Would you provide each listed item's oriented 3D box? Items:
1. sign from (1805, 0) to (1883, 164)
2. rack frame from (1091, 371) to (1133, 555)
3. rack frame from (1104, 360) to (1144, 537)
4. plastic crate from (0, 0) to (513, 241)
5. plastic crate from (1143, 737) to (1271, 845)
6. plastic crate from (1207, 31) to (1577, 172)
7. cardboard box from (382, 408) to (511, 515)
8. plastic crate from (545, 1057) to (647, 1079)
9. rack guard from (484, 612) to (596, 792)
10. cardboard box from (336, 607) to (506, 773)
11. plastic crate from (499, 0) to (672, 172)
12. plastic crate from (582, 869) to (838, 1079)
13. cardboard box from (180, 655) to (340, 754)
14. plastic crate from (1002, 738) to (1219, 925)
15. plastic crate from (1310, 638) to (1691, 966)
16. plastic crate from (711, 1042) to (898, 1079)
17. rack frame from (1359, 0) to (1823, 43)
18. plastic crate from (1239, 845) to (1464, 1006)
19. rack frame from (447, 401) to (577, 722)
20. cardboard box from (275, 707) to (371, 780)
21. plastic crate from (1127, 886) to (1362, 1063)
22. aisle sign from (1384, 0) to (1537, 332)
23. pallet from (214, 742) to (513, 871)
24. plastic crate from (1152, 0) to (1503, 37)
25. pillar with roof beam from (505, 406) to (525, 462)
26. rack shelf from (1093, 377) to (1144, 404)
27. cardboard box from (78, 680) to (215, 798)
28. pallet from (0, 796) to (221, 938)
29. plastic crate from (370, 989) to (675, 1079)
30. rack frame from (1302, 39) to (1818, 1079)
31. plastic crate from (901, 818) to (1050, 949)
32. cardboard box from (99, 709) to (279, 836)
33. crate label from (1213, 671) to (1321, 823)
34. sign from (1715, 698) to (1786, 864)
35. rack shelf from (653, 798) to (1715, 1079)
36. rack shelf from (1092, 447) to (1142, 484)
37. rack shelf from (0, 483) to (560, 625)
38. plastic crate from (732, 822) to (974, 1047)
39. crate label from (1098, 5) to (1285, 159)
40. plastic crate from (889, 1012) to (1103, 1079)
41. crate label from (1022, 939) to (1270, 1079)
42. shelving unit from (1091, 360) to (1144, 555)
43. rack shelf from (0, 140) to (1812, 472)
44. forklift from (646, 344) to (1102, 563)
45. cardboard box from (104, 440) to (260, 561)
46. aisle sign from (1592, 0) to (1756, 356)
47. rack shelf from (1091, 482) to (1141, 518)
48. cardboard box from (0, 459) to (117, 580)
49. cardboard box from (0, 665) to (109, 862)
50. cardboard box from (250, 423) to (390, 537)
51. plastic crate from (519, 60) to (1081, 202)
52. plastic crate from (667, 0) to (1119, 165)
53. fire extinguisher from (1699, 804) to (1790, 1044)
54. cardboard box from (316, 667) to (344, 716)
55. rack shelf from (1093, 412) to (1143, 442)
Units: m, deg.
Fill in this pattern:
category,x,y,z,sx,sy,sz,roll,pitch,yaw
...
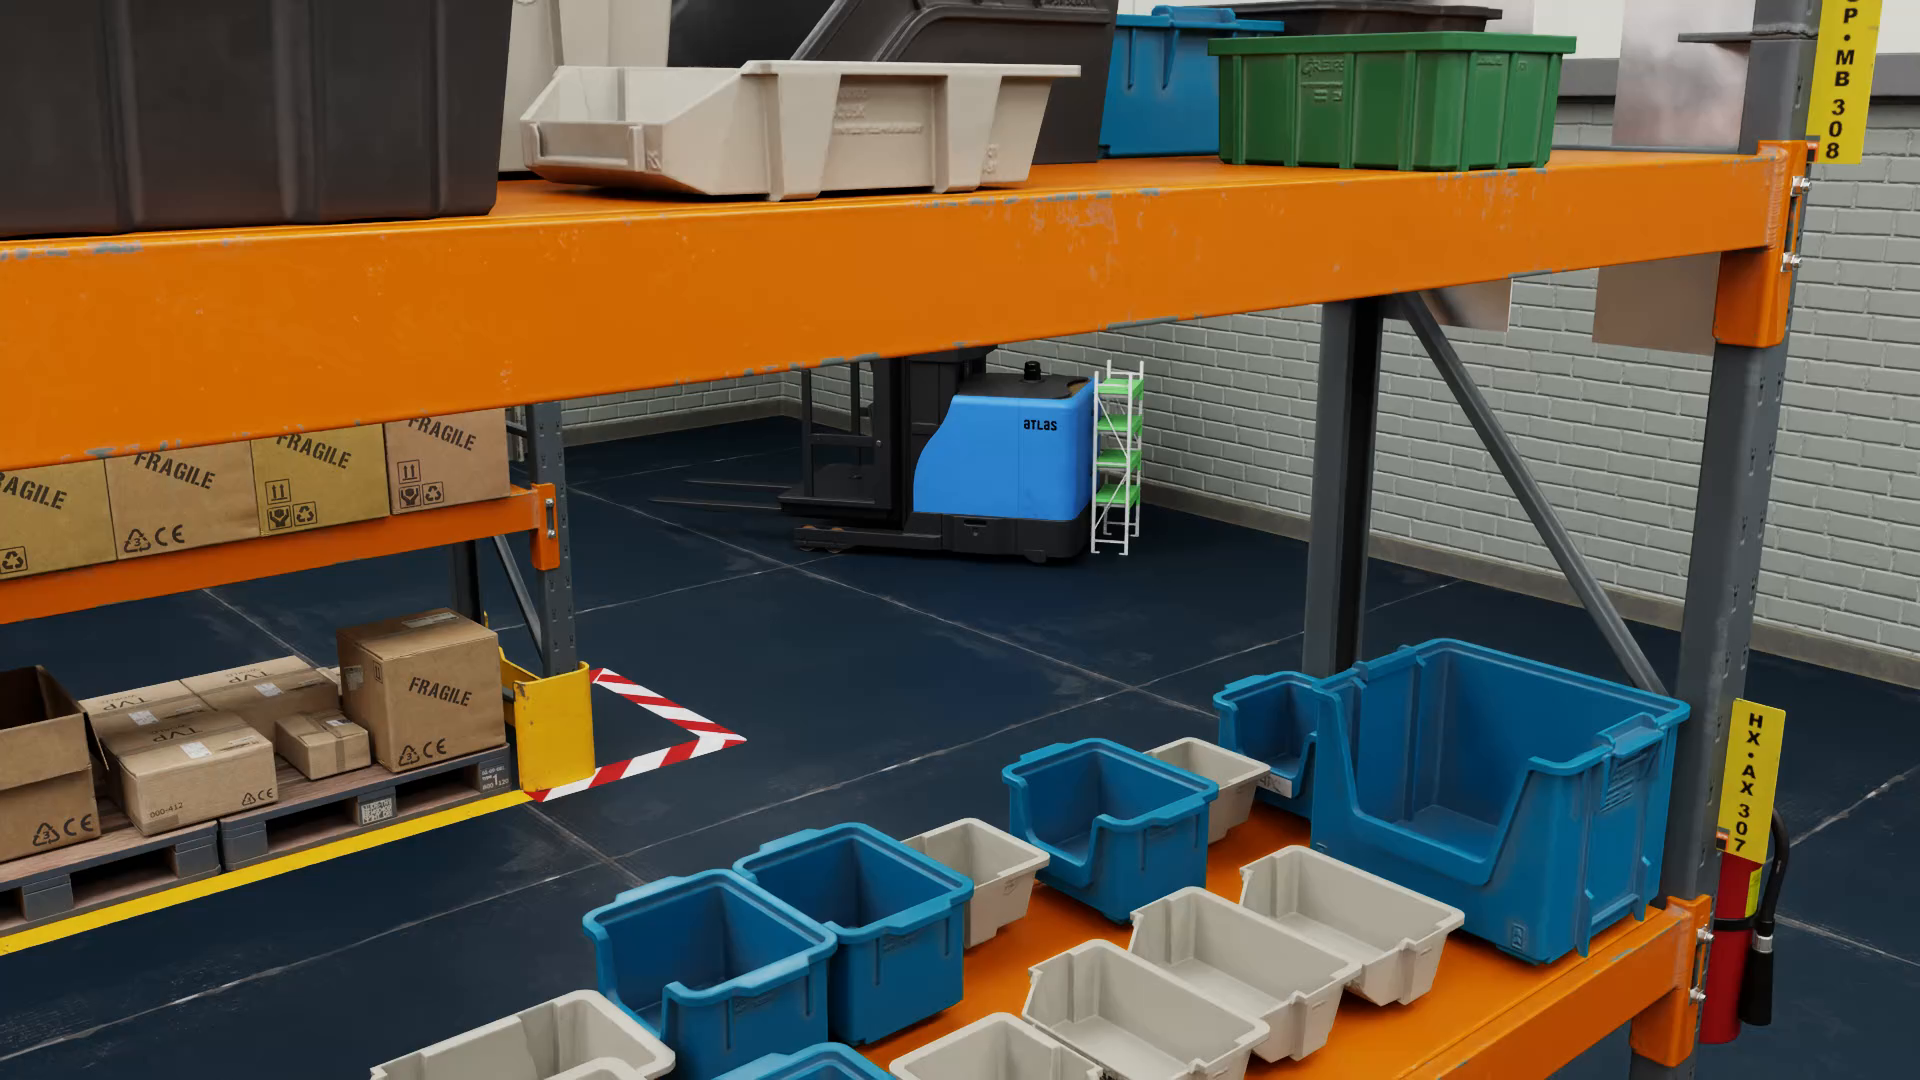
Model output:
category,x,y,z,sx,sy,sz,roll,pitch,yaw
sign,1.576,-0.838,2.966,0.005,0.325,0.100,-13,19,-39
rack frame,0.981,-0.490,10.758,0.240,1.200,0.015,4,15,14
rack frame,1.101,-0.612,11.215,0.240,1.200,0.015,4,15,14
plastic crate,-0.698,-0.410,1.412,0.590,0.269,0.497,-13,19,-39
plastic crate,0.504,0.570,3.697,0.298,0.136,0.250,-13,19,-39
plastic crate,0.646,-0.668,2.537,0.336,0.188,0.450,-13,19,-39
cardboard box,-2.205,-0.428,6.848,0.500,0.500,0.500,-12,19,-38
plastic crate,-0.542,0.939,2.036,0.530,0.282,0.437,-13,19,-39
rack guard,-2.104,0.712,7.618,0.348,0.500,1.175,-13,19,-39
cardboard box,-2.295,0.626,7.085,0.500,0.500,0.500,-13,19,-39
plastic crate,-0.672,-0.621,2.178,0.530,0.282,0.437,-13,19,-39
plastic crate,-0.419,0.759,2.802,0.300,0.233,0.416,-13,19,-39
cardboard box,-3.020,0.728,7.186,0.500,0.250,0.500,-13,19,-39
plastic crate,0.304,0.597,3.410,0.300,0.233,0.416,-13,19,-39
plastic crate,1.073,0.503,3.370,0.499,0.435,0.616,-13,19,-39
plastic crate,-0.178,0.906,2.255,0.300,0.233,0.416,-13,19,-39
rack frame,1.203,-2.442,2.956,0.127,3.000,1.000,-13,19,-39
plastic crate,0.706,0.728,3.108,0.243,0.136,0.396,-13,19,-39
rack frame,-2.046,-0.509,7.343,0.127,3.000,1.000,-13,19,-39
cardboard box,-2.659,0.838,6.936,0.250,0.166,0.380,-13,19,-39
plastic crate,0.478,0.774,2.935,0.243,0.136,0.396,-13,19,-39
aisle sign,1.062,-0.870,3.657,0.004,0.787,0.394,-13,19,-39
pallet,-2.704,0.986,7.149,1.213,0.211,1.003,-13,19,-39
plastic crate,0.729,-0.919,3.319,0.590,0.269,0.497,-13,19,-39
pillar with roof beam,-1.006,-4.159,9.382,0.400,9.000,9.100,-13,19,-39
rack shelf,1.041,-0.953,10.879,0.258,0.148,0.480,4,15,14
cardboard box,-3.397,0.813,6.869,0.500,0.250,0.500,-13,19,-39
pallet,-3.624,1.192,6.379,1.213,0.211,1.003,-13,19,-39
plastic crate,-0.699,0.878,2.544,0.466,0.136,0.293,-13,19,-39
rack frame,1.203,0.456,3.731,0.127,3.000,1.000,-13,19,-39
plastic crate,-0.008,0.685,3.267,0.298,0.136,0.250,-13,19,-39
cardboard box,-3.031,0.902,6.536,0.500,0.250,0.500,-13,19,-39
crate label,0.800,0.486,3.828,0.303,0.233,0.416,-13,19,-39
sign,1.576,0.481,3.319,0.005,0.325,0.100,-13,19,-39
rack shelf,-0.306,1.142,2.555,4.000,0.370,1.077,-13,19,-39
rack shelf,1.041,-0.489,11.003,0.258,0.148,0.480,4,15,14
rack shelf,-3.555,0.177,6.168,4.000,0.370,1.077,-13,19,-39
plastic crate,-0.193,0.709,2.993,0.300,0.233,0.416,-13,19,-39
crate label,0.294,-0.828,3.013,0.502,0.251,0.408,-13,19,-39
plastic crate,0.073,0.880,2.539,0.250,0.136,0.298,-13,19,-39
crate label,0.284,0.826,2.740,0.243,0.136,0.396,-13,19,-39
shelving unit,1.041,-0.551,10.987,0.258,1.200,0.503,4,15,14
rack shelf,-0.306,-0.307,2.168,4.000,0.370,1.077,-13,19,-39
forklift,-0.608,-1.458,11.027,3.031,2.935,1.130,4,15,14
cardboard box,-2.974,-0.256,6.204,0.500,0.500,0.500,-12,19,-39
aisle sign,1.449,-0.755,3.227,0.004,0.787,0.394,-13,19,-39
rack shelf,1.041,-0.257,11.065,0.258,0.148,0.480,4,15,14
cardboard box,-3.355,-0.171,5.884,0.500,0.500,0.500,-13,20,-40
cardboard box,-3.650,0.843,6.267,0.637,0.503,0.797,-13,19,-39
cardboard box,-2.594,-0.340,6.516,0.500,0.500,0.500,-12,19,-39
plastic crate,-0.193,-0.468,1.886,0.530,0.136,0.437,-13,19,-39
plastic crate,-0.130,-0.758,2.583,0.767,0.338,0.504,-13,19,-39
fire extinguisher,1.615,0.736,3.553,0.183,0.674,0.296,-13,19,-39
cardboard box,-2.776,0.694,7.478,0.250,0.166,0.380,-13,19,-39
rack shelf,1.041,-0.721,10.941,0.258,0.148,0.480,4,15,14
